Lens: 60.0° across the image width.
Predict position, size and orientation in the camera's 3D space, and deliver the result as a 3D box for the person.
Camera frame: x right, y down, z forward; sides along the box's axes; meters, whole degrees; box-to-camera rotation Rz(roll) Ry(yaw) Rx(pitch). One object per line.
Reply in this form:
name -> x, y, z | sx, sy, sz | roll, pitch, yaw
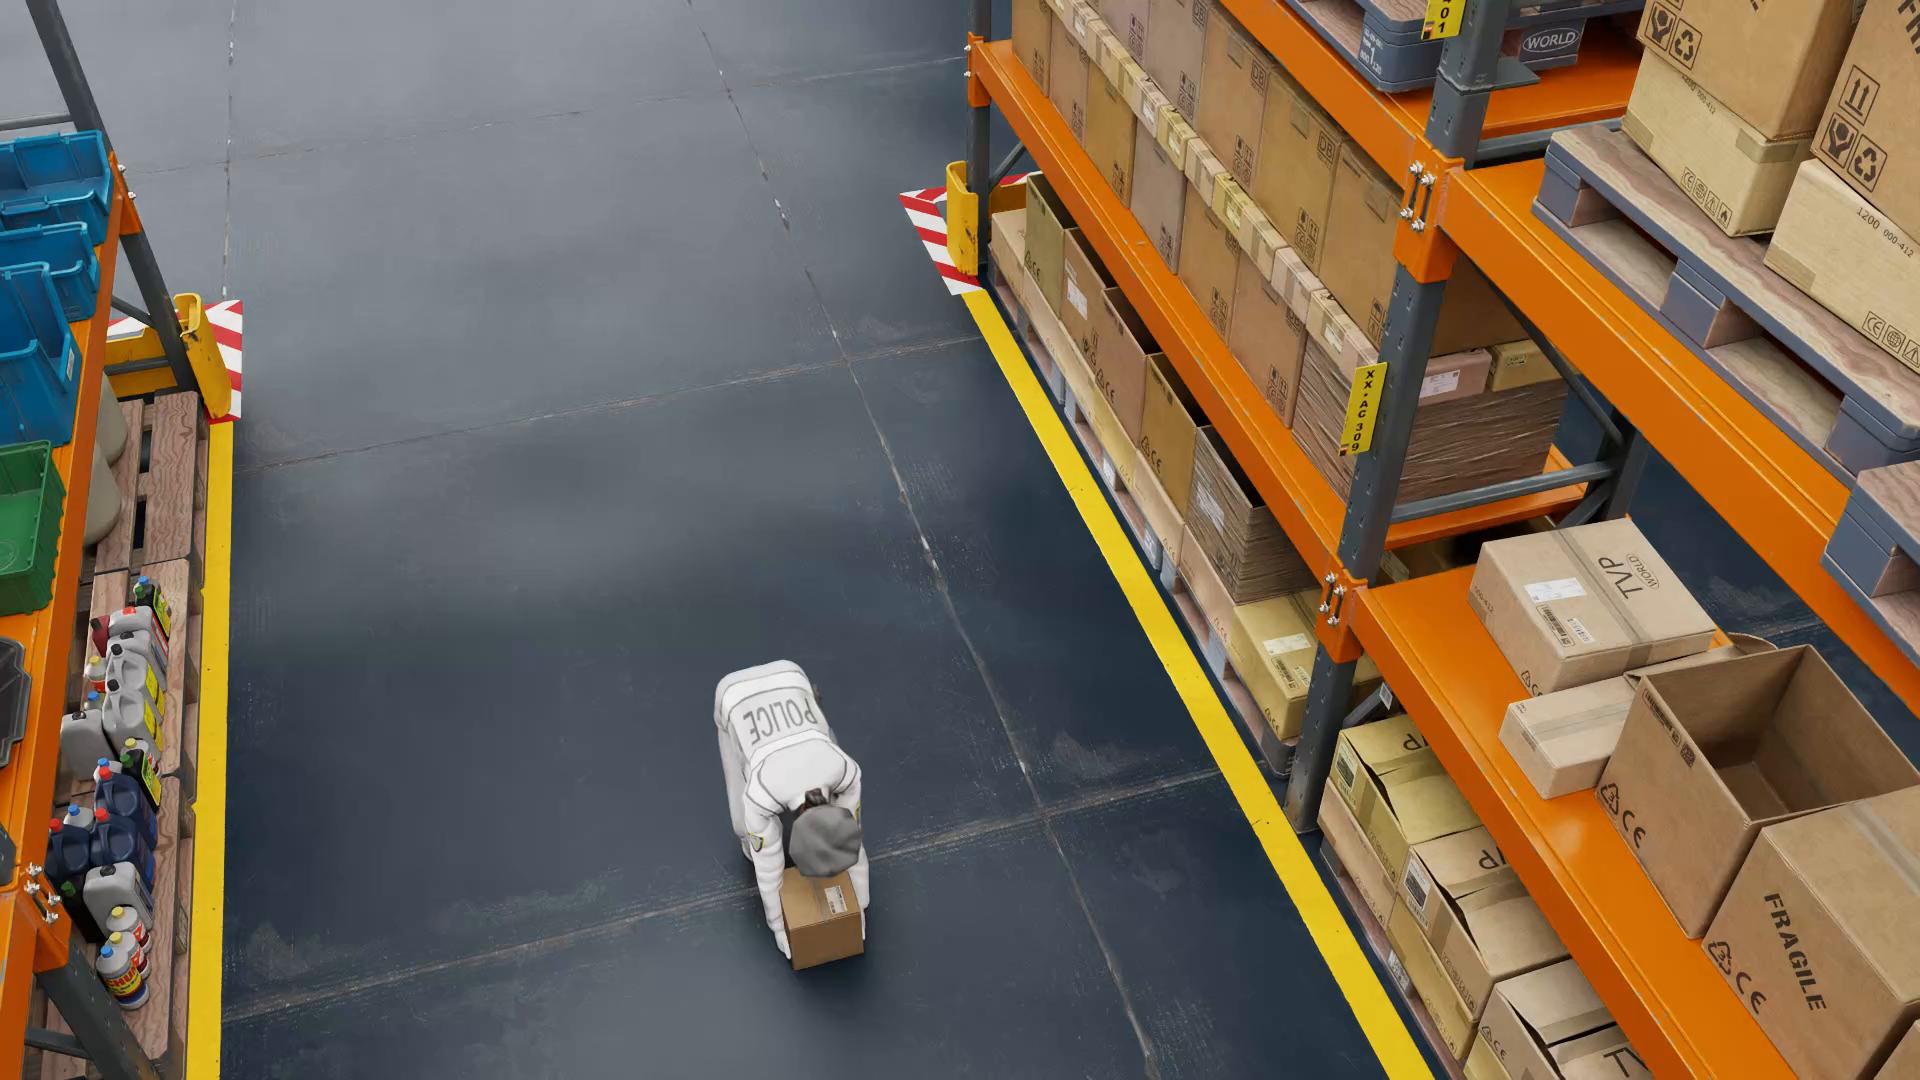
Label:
person -> -0.578, 0.925, 5.843 | 0.459, 0.760, 0.914 | -13, 44, -14
